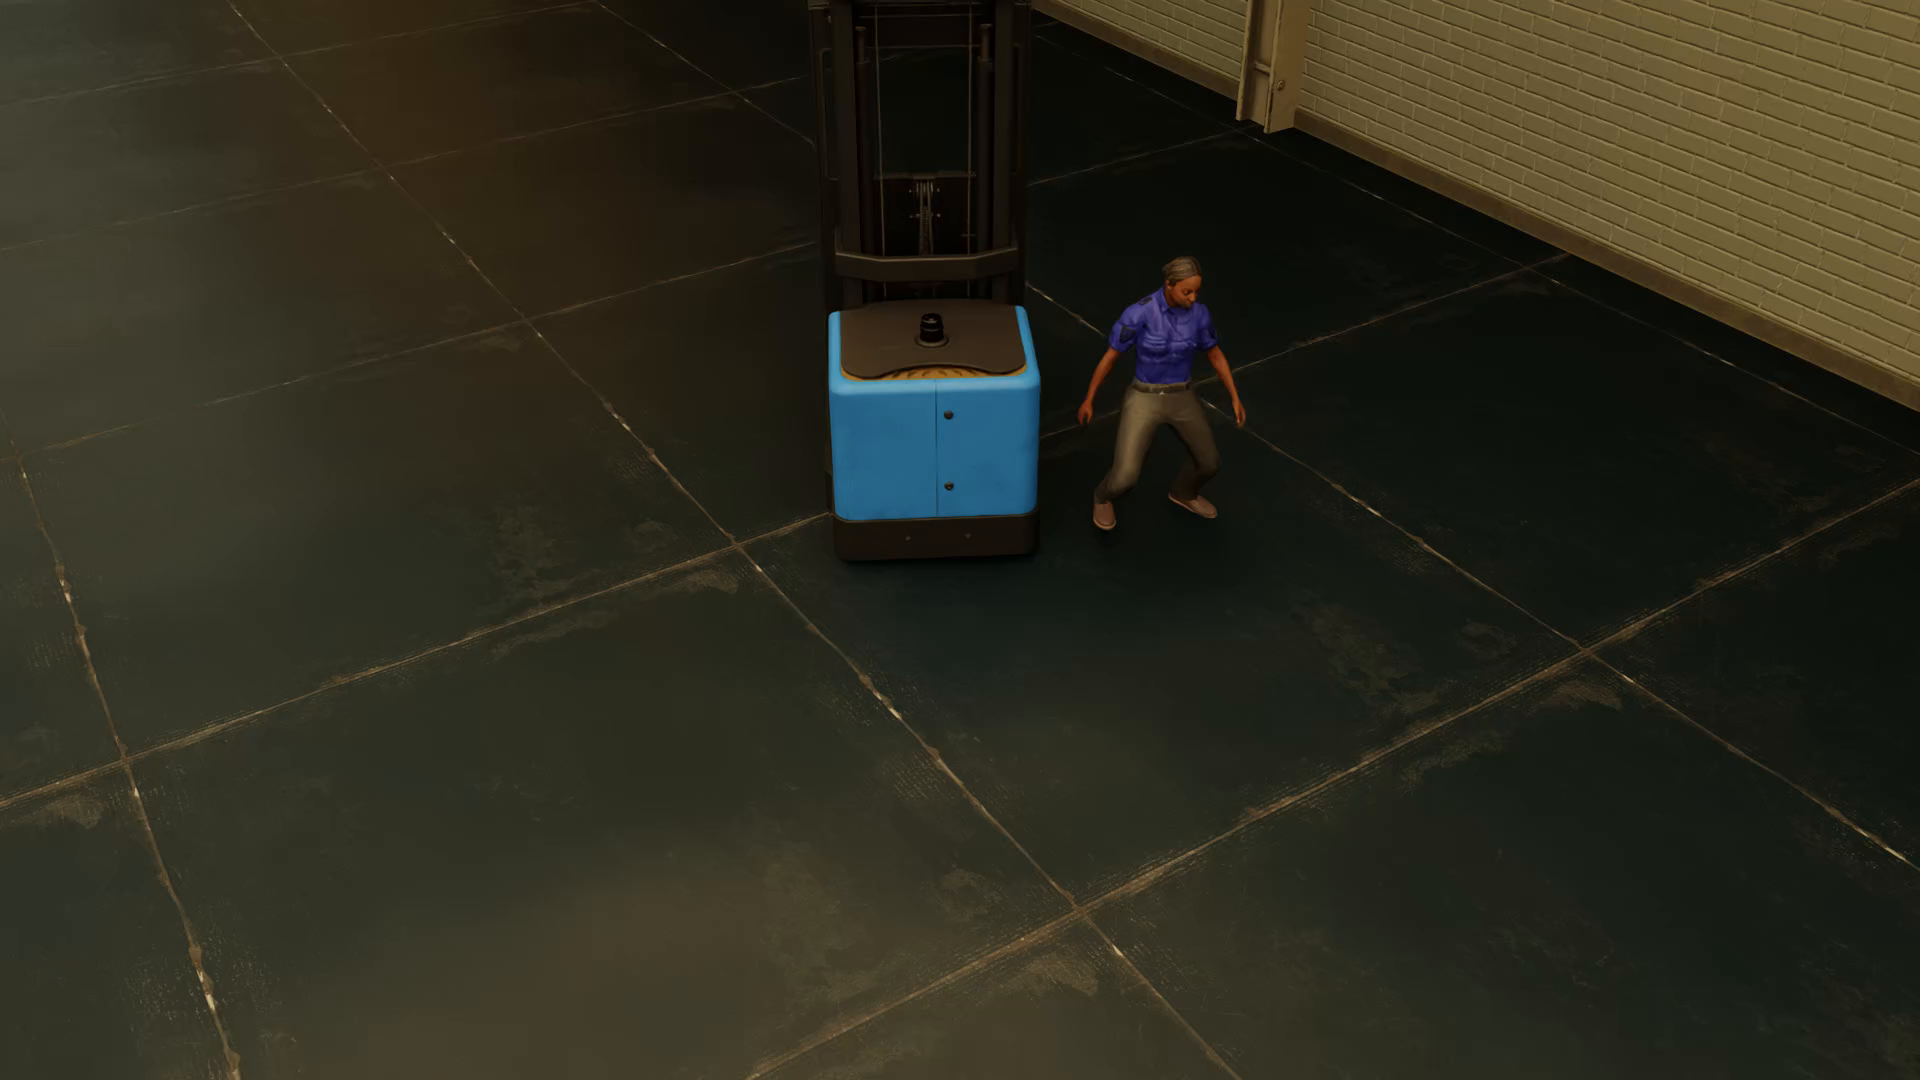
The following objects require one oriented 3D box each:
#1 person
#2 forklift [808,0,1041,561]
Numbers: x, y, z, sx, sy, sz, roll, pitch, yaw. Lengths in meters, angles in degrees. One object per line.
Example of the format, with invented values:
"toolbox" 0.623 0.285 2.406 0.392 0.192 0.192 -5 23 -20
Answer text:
"person" 1.013 -0.690 8.357 0.836 1.555 0.521 -7 36 -10
"forklift" -0.212 -1.919 8.879 1.130 2.935 3.031 -2 35 -3
